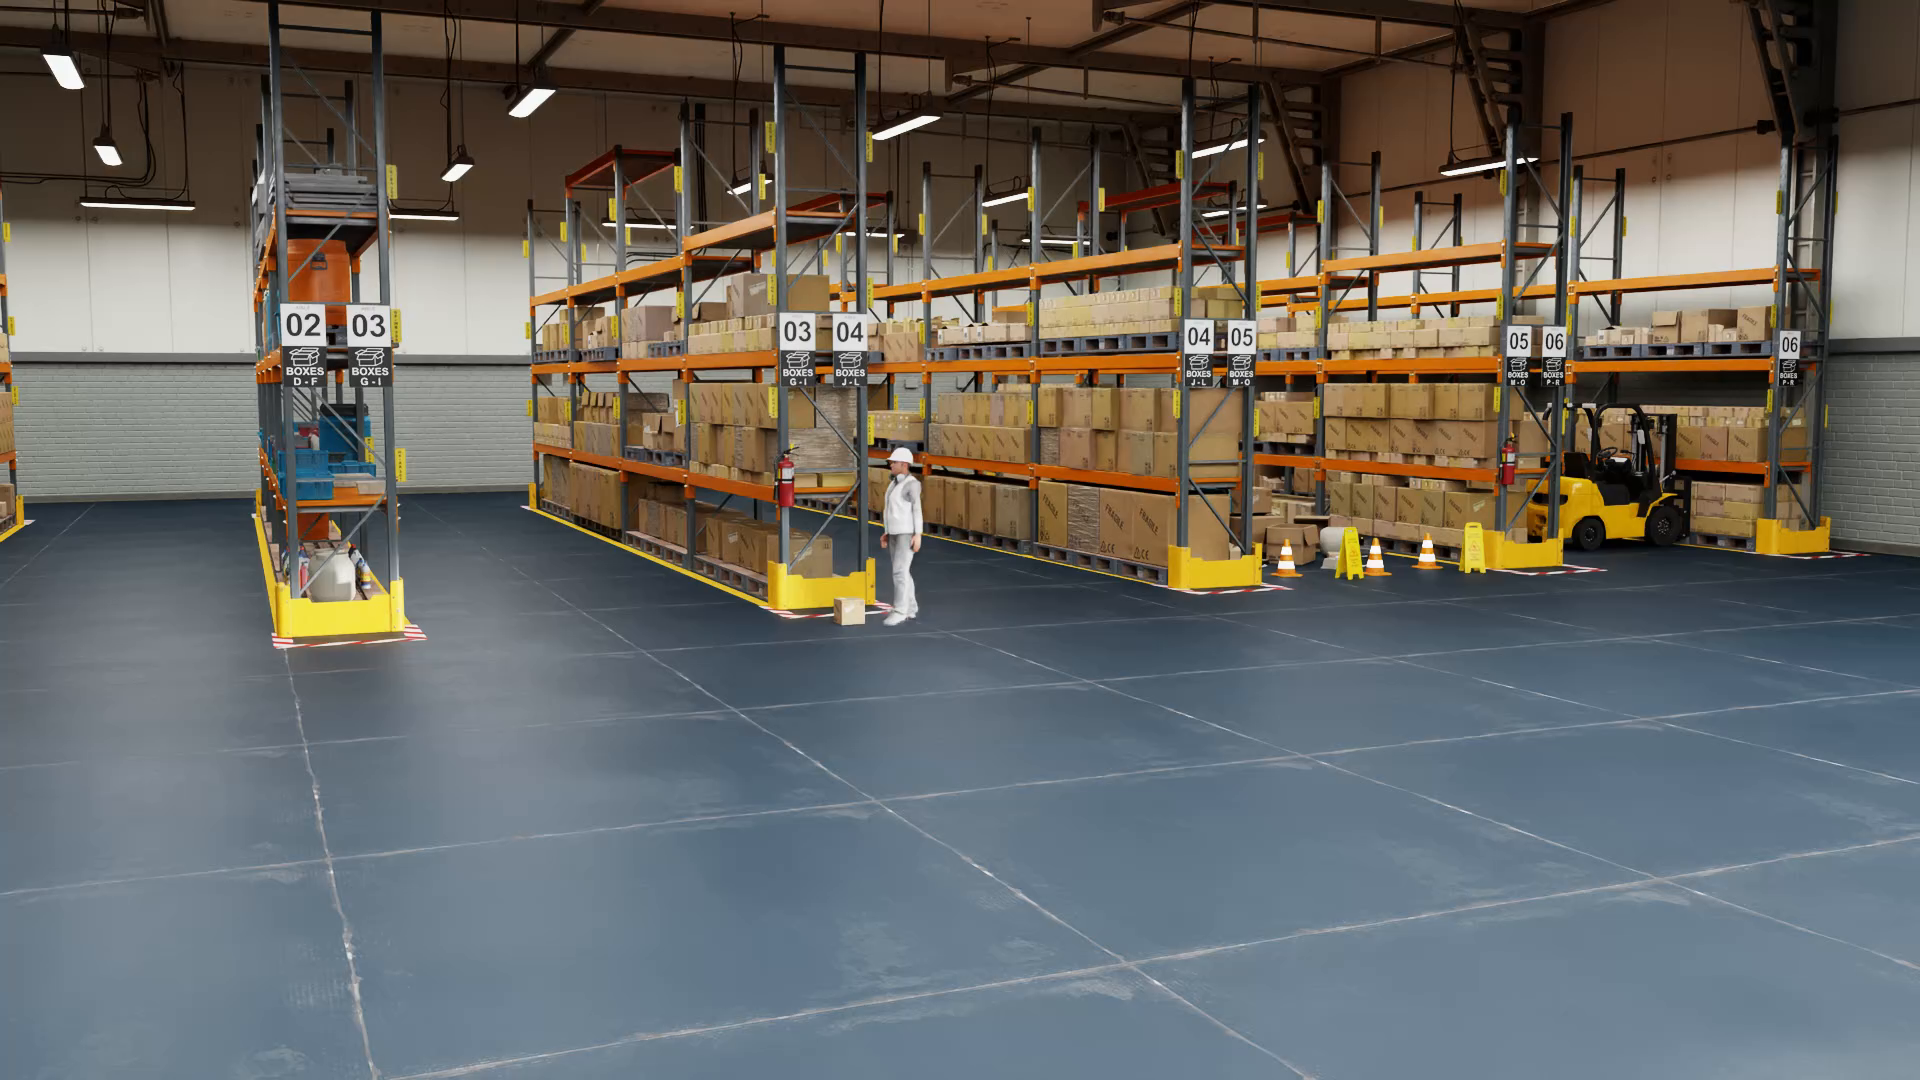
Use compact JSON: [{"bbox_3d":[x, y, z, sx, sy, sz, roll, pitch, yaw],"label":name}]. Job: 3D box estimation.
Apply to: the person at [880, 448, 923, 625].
[{"bbox_3d":[-0.650,-0.053,17.125,0.550,1.787,0.566,-3,6,-28],"label":"person"}]
